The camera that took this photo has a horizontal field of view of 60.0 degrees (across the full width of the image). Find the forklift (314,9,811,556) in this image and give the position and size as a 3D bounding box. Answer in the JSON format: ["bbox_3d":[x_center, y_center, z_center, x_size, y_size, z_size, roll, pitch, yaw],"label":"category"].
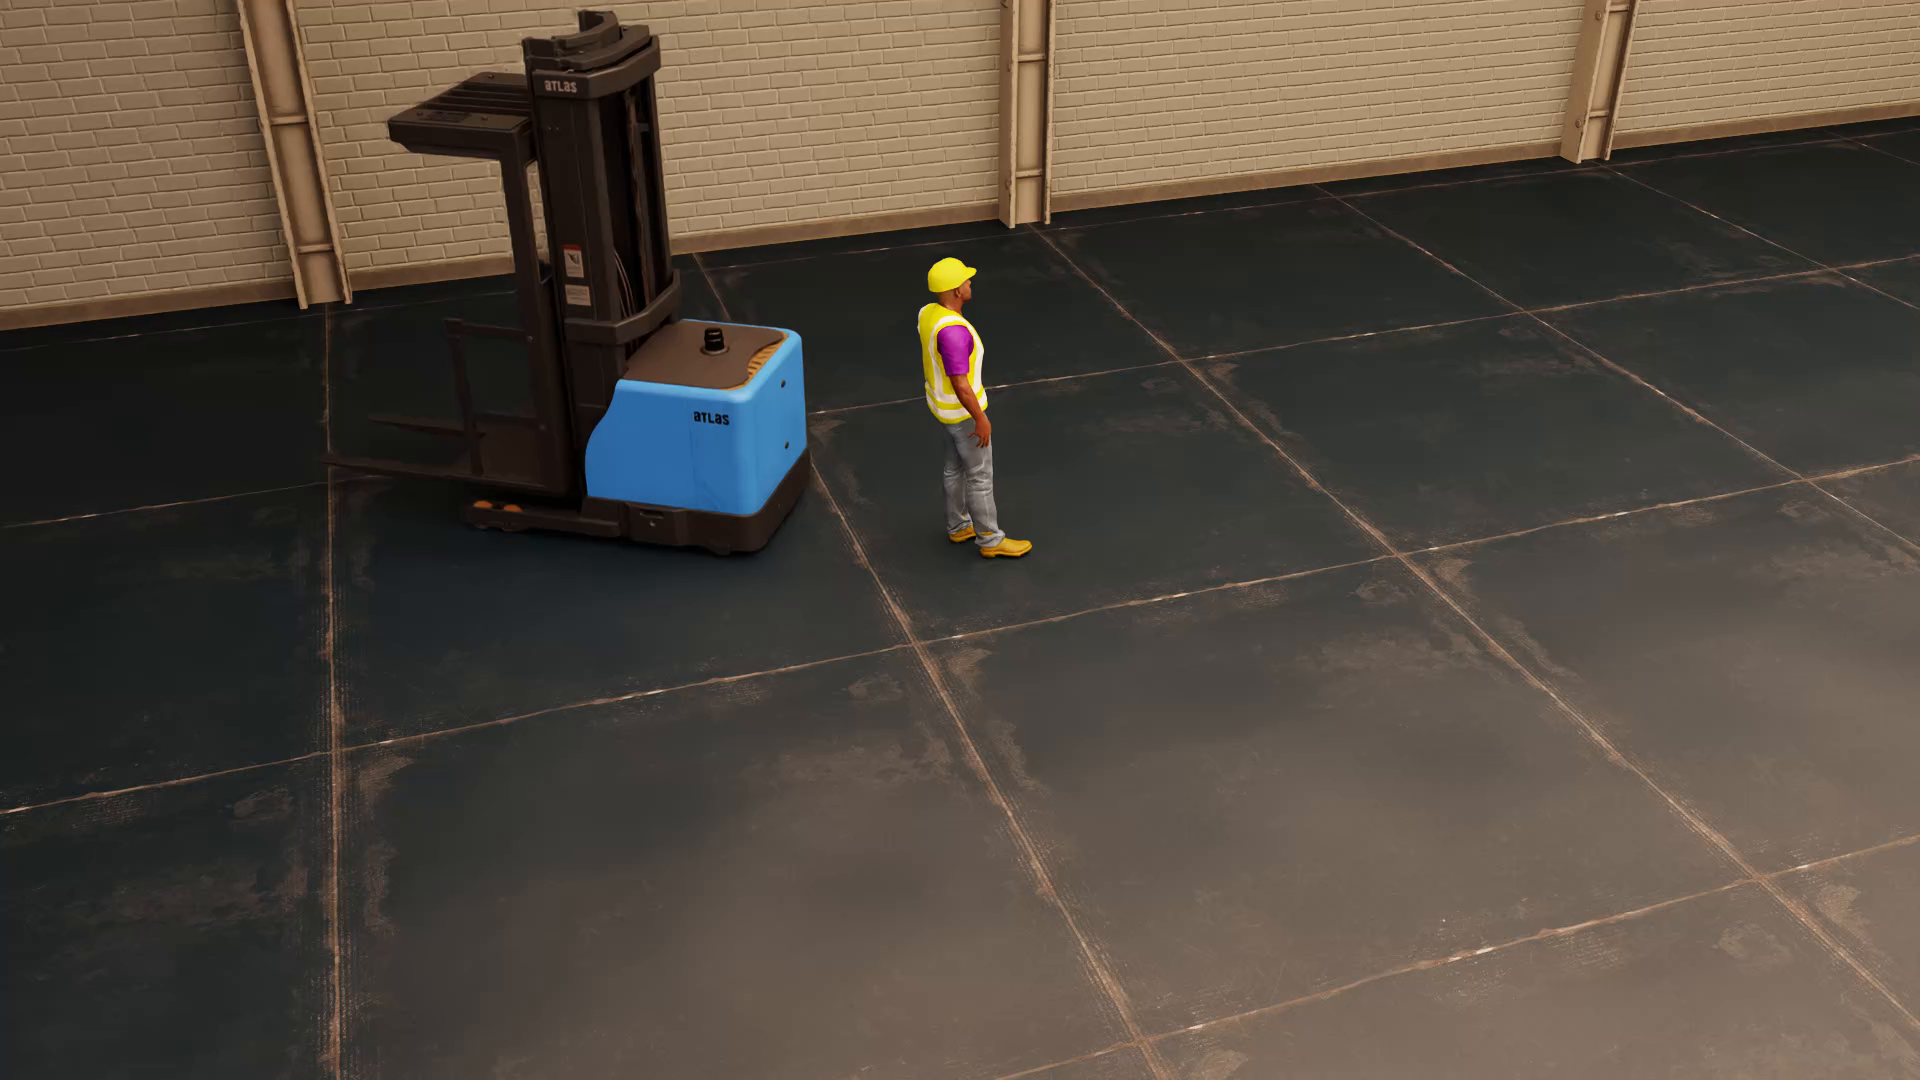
[{"bbox_3d":[-2.520,-1.564,9.805,3.031,2.935,1.130,7,31,12],"label":"forklift"}]

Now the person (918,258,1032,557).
[{"bbox_3d":[0.069,-0.780,9.598,0.574,1.769,0.665,-10,31,-16],"label":"person"}]
